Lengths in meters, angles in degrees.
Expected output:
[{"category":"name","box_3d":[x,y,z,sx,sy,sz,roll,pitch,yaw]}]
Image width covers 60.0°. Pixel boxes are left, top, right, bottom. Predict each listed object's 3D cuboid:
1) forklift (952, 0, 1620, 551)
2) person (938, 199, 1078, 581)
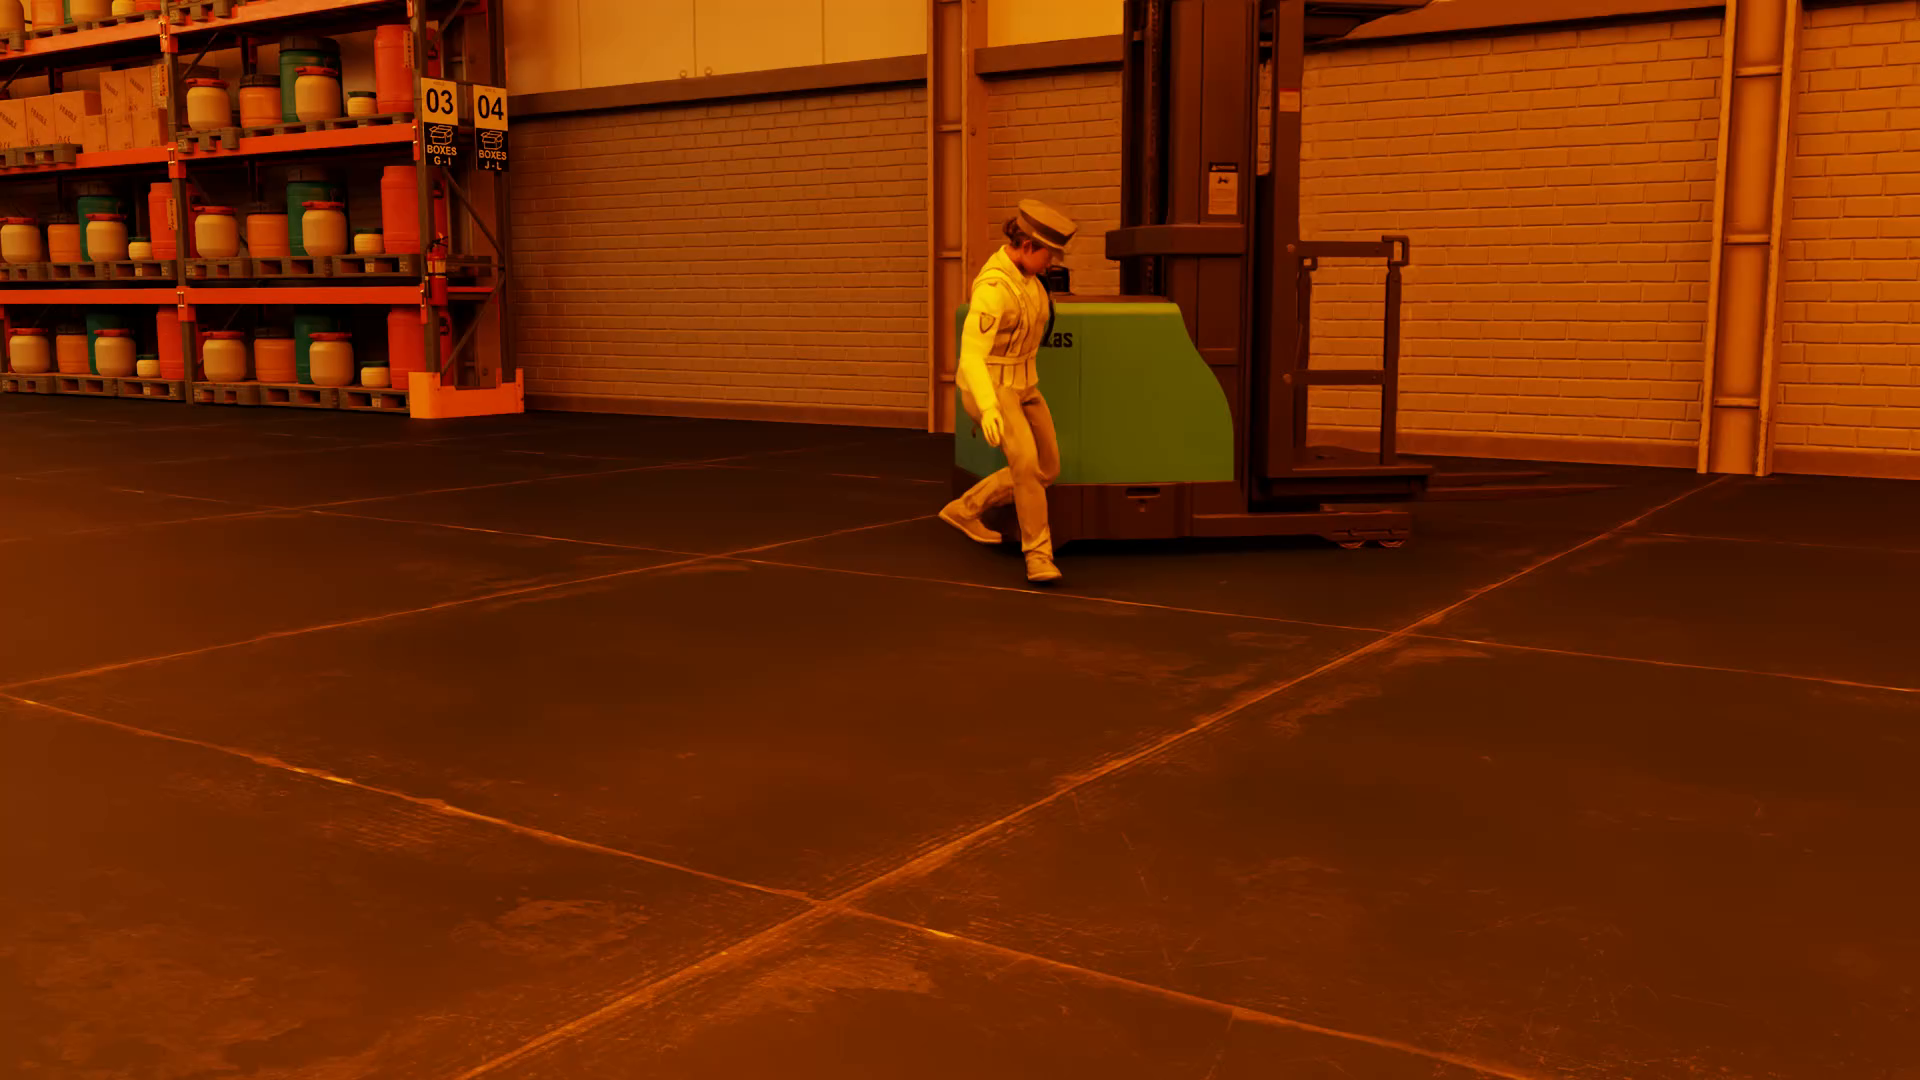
[{"category":"forklift","box_3d":[1.531,-1.482,7.617,3.031,2.935,1.130,-2,8,-11]},{"category":"person","box_3d":[0.258,-0.616,6.698,0.692,1.468,1.092,4,9,27]}]
